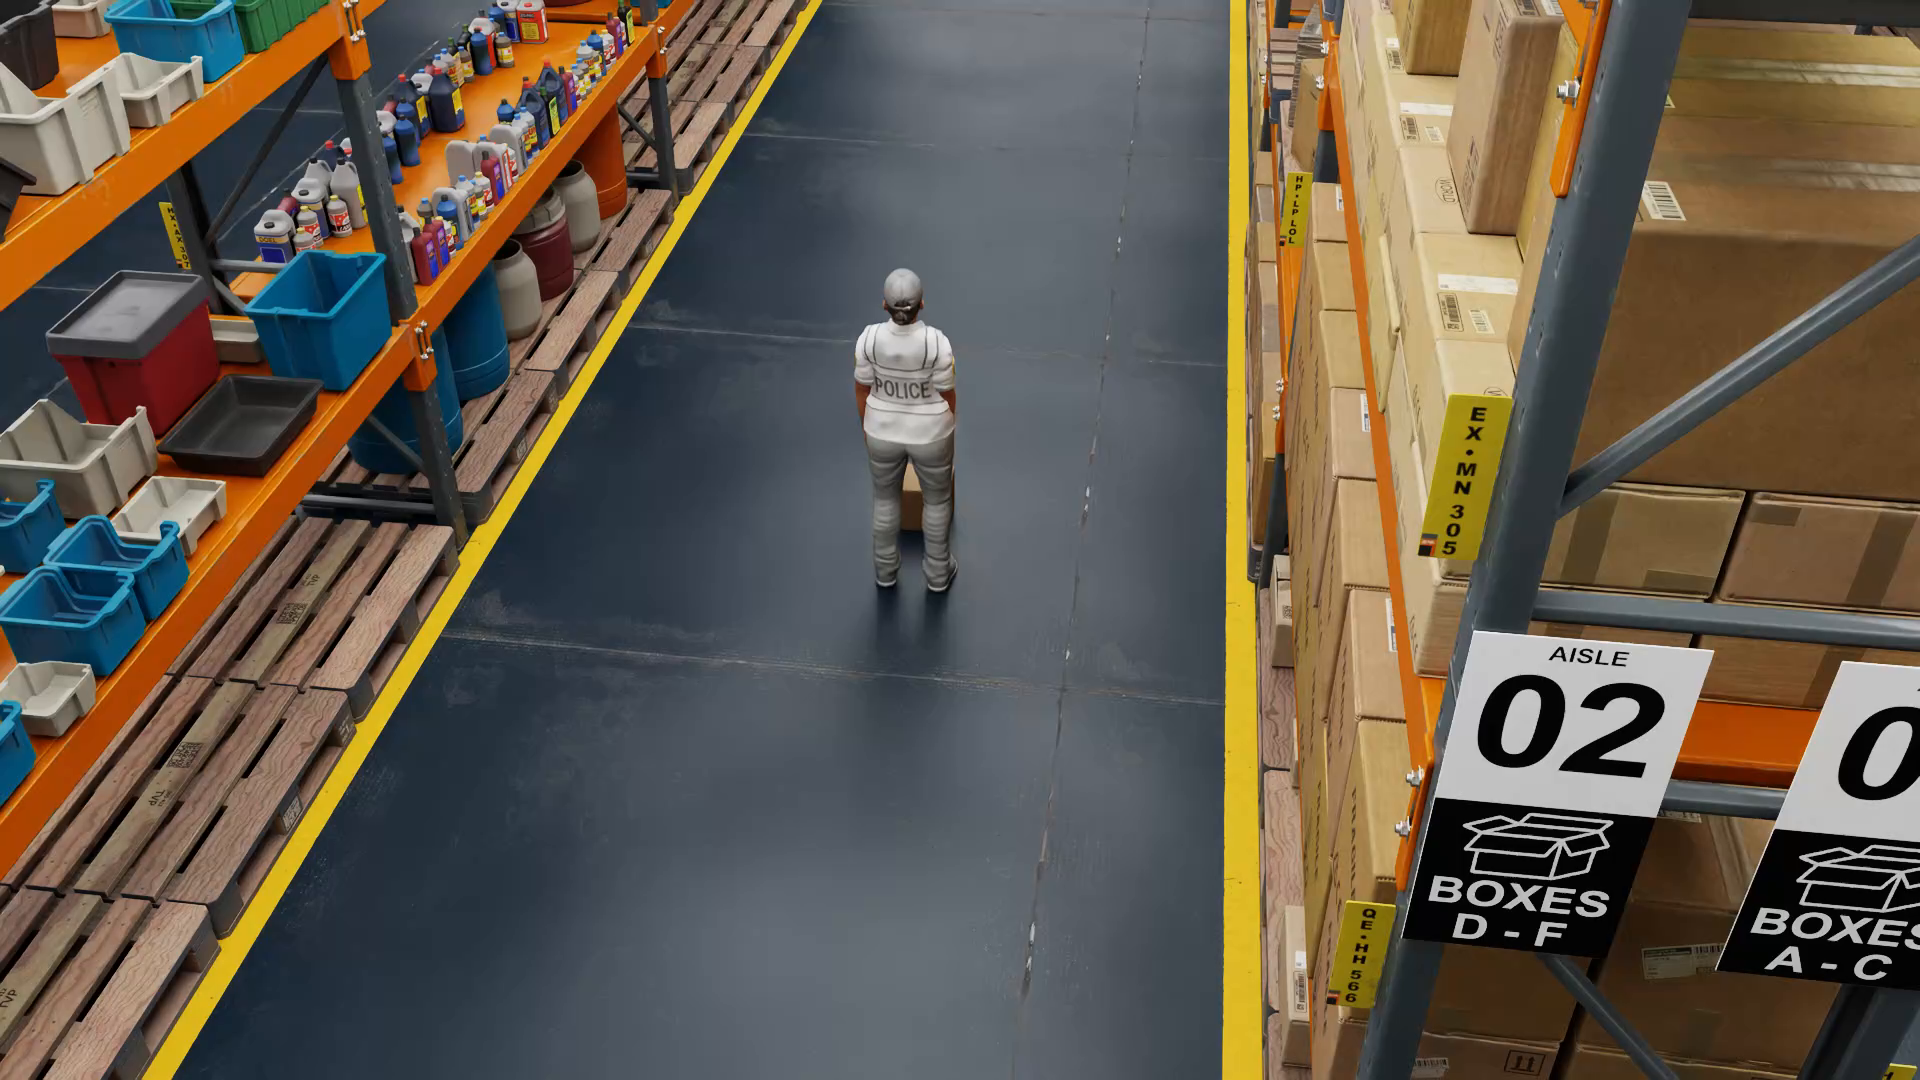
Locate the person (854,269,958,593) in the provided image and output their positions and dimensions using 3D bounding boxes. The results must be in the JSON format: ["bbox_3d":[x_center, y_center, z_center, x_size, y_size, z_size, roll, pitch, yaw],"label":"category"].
[{"bbox_3d":[-0.244,-0.505,7.725,0.467,1.664,0.386,5,37,7],"label":"person"}]
